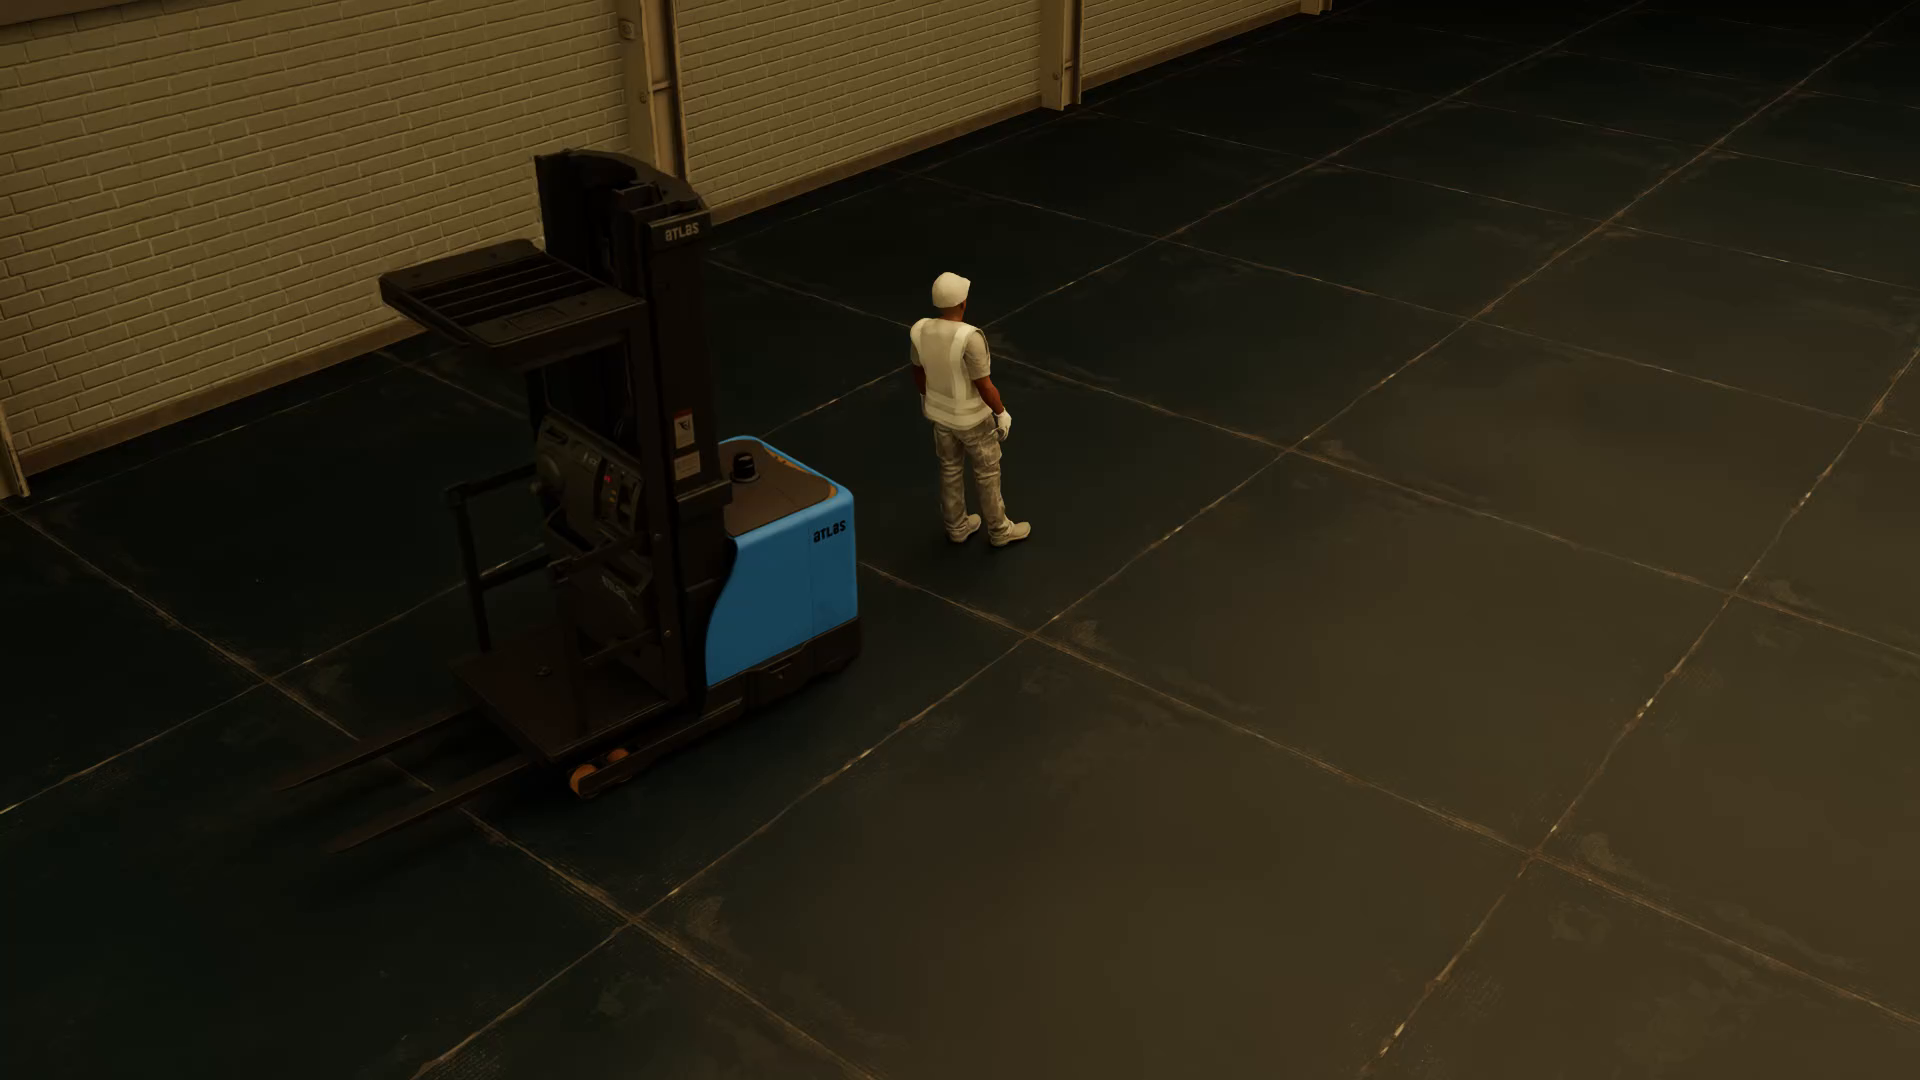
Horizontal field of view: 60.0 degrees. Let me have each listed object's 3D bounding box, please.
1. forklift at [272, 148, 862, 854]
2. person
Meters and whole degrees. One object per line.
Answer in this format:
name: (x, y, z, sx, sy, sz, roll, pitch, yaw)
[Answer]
forklift: (-1.980, -0.275, 8.065, 3.031, 2.935, 1.130, -25, 38, -35)
person: (0.052, -0.802, 10.091, 0.657, 1.785, 0.575, 22, 37, 33)
